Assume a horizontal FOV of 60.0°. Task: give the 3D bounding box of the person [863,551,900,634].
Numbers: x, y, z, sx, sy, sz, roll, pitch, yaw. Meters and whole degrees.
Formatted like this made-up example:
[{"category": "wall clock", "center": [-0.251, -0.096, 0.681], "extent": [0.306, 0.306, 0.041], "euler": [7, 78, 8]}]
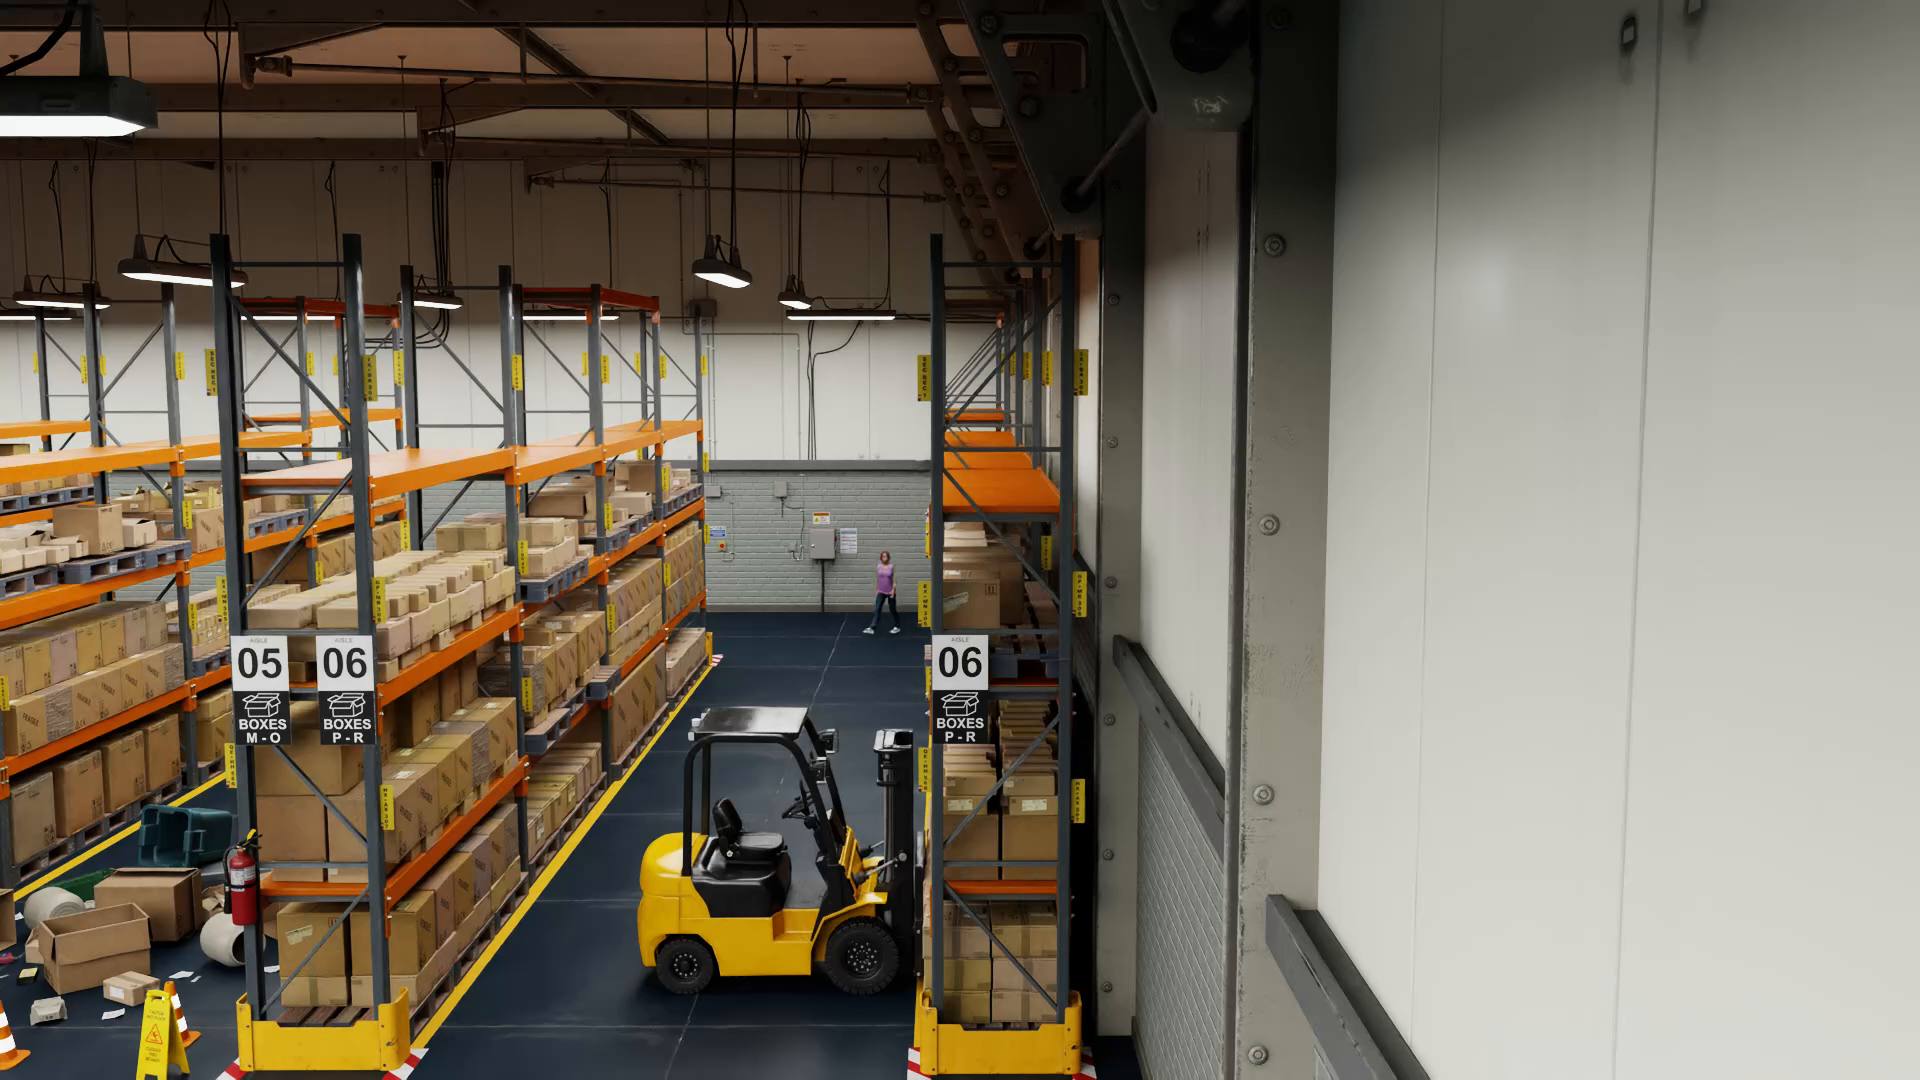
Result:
[{"category": "person", "center": [-1.413, 0.983, 30.720], "extent": [0.487, 1.558, 0.903], "euler": [4, 7, 31]}]
